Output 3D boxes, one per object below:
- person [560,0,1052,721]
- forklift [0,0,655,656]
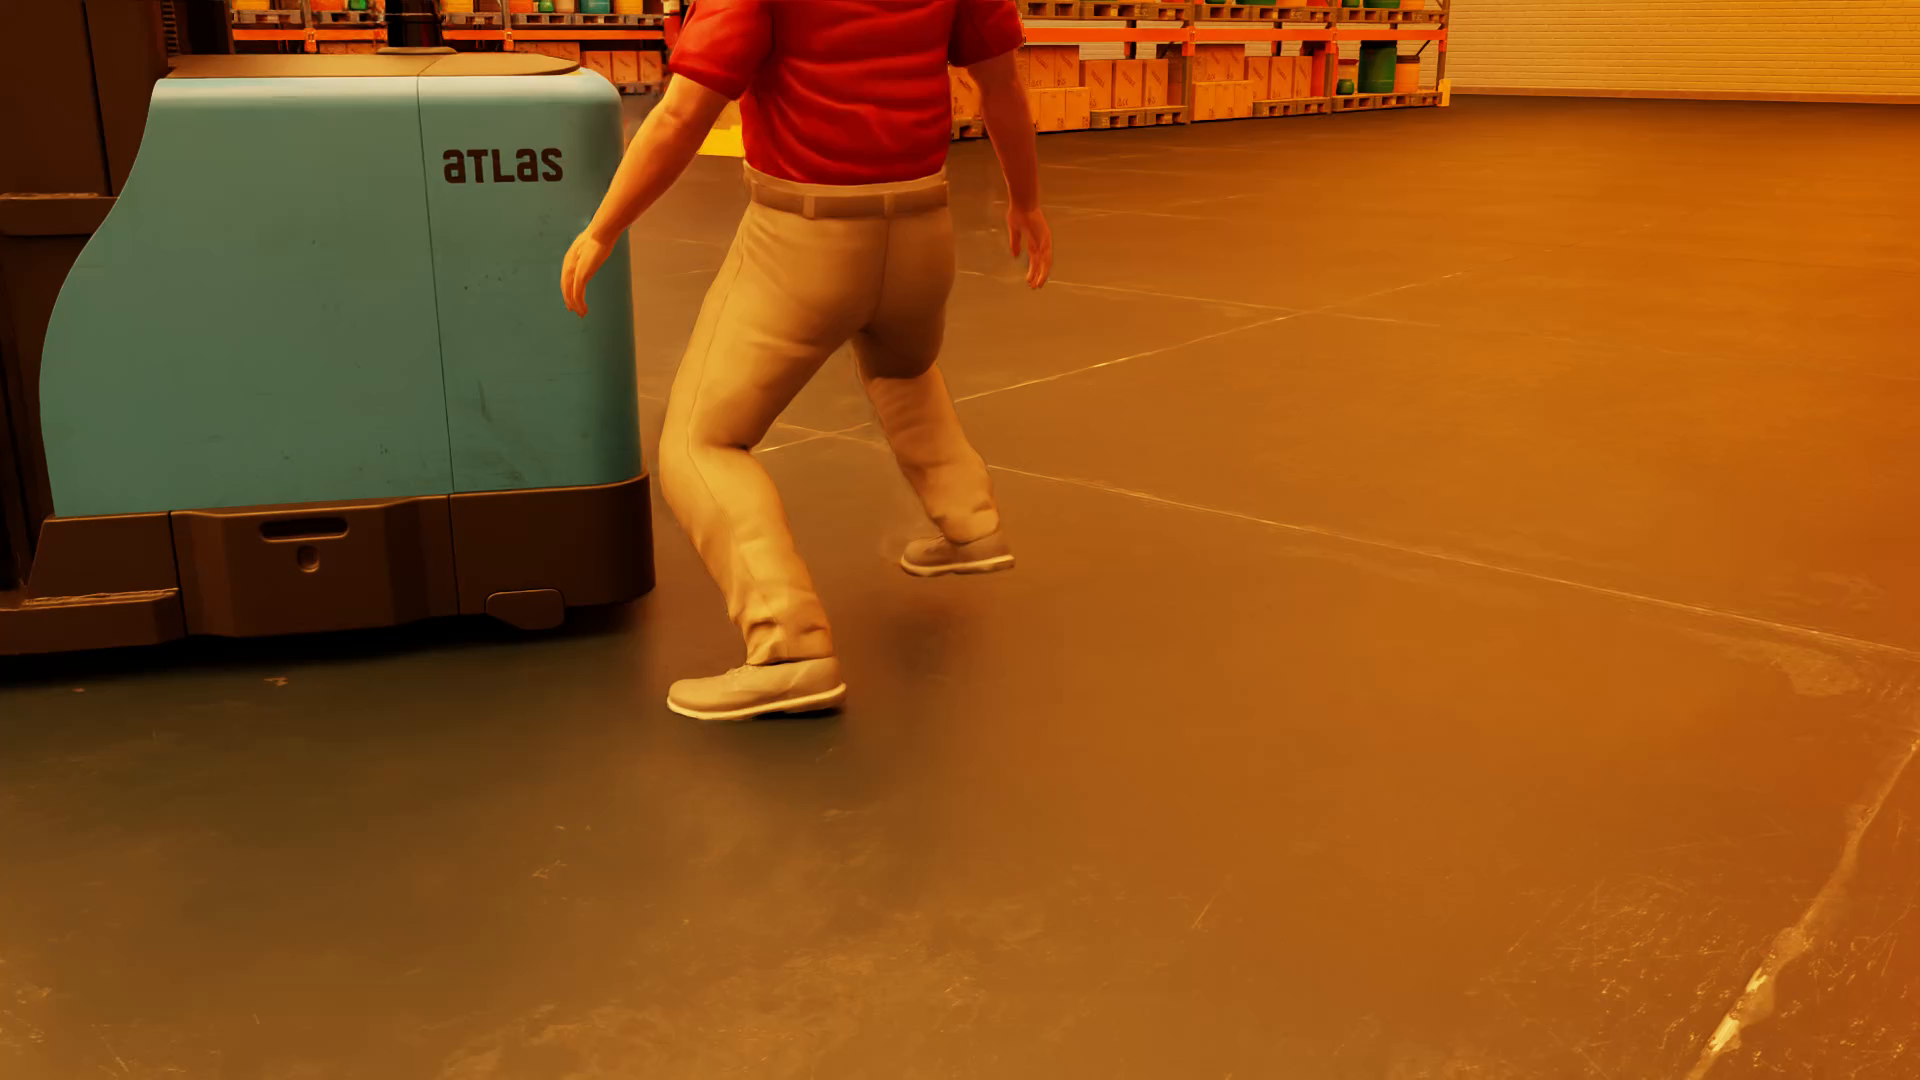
[{"bbox_3d":[-0.231,-0.555,3.033,0.947,1.628,0.603,-11,20,-33],"label":"person"},{"bbox_3d":[-2.194,-1.257,3.038,3.031,2.935,1.130,-4,17,-13],"label":"forklift"}]
